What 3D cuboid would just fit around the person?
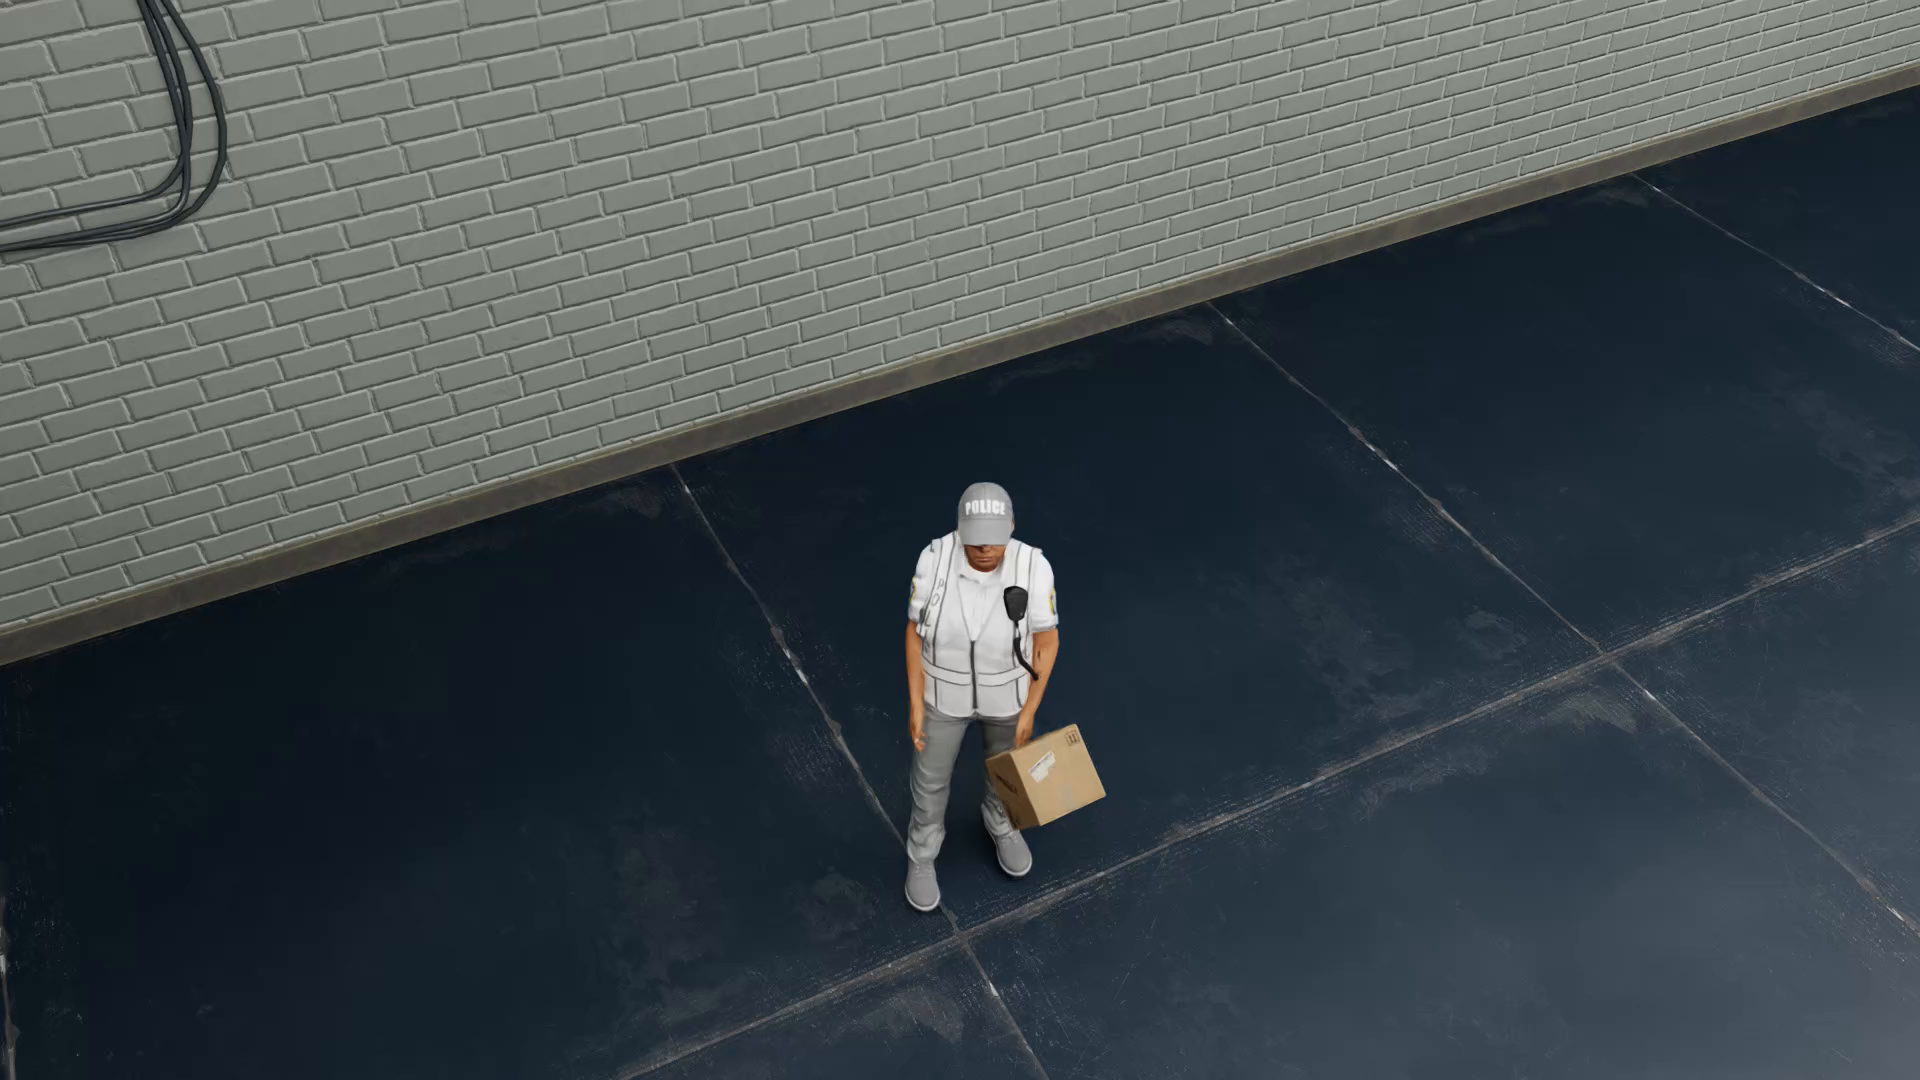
[{"bbox_3d":[0.066,0.540,5.531,0.512,1.669,0.511,2,42,2],"label":"person"}]
